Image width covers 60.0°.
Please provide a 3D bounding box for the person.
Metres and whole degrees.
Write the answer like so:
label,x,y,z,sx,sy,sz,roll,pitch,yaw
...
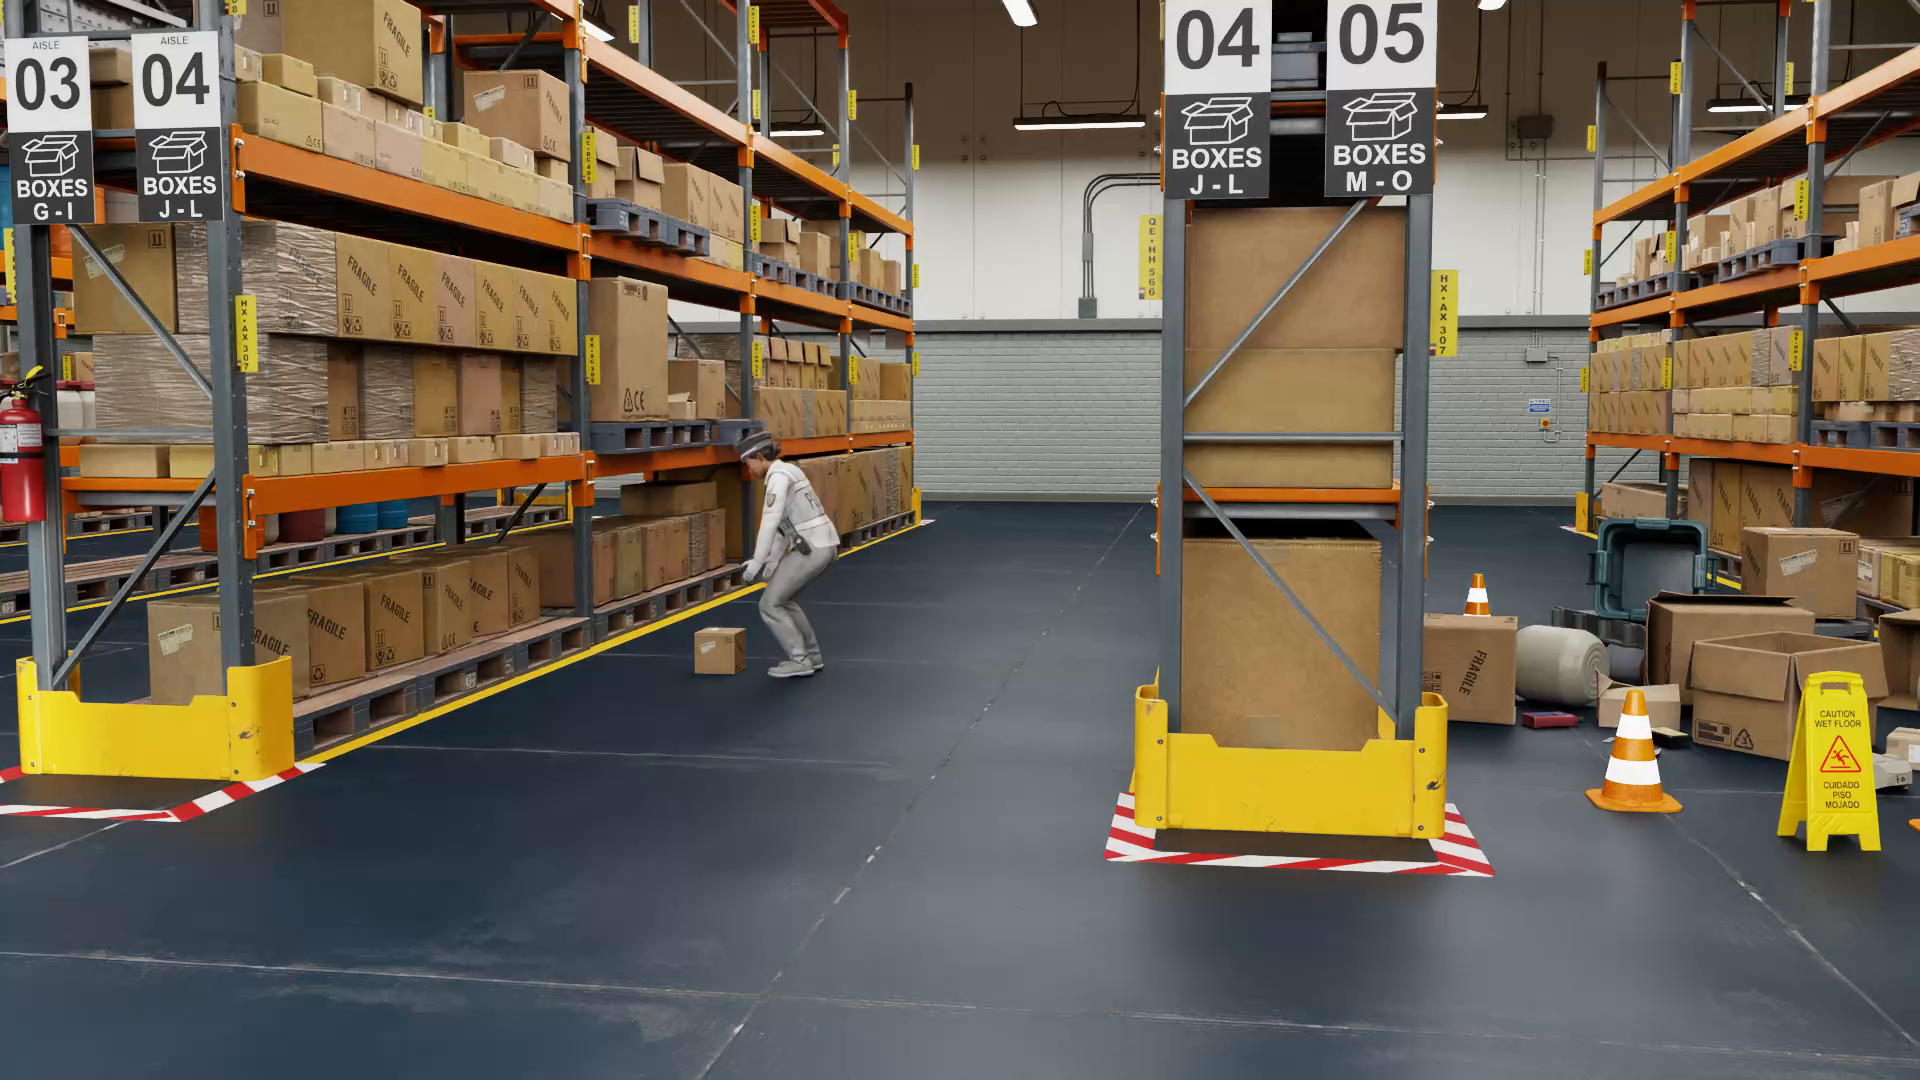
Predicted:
label,x,y,z,sx,sy,sz,roll,pitch,yaw
person,-1.056,0.085,10.074,0.634,1.479,0.531,1,5,9
